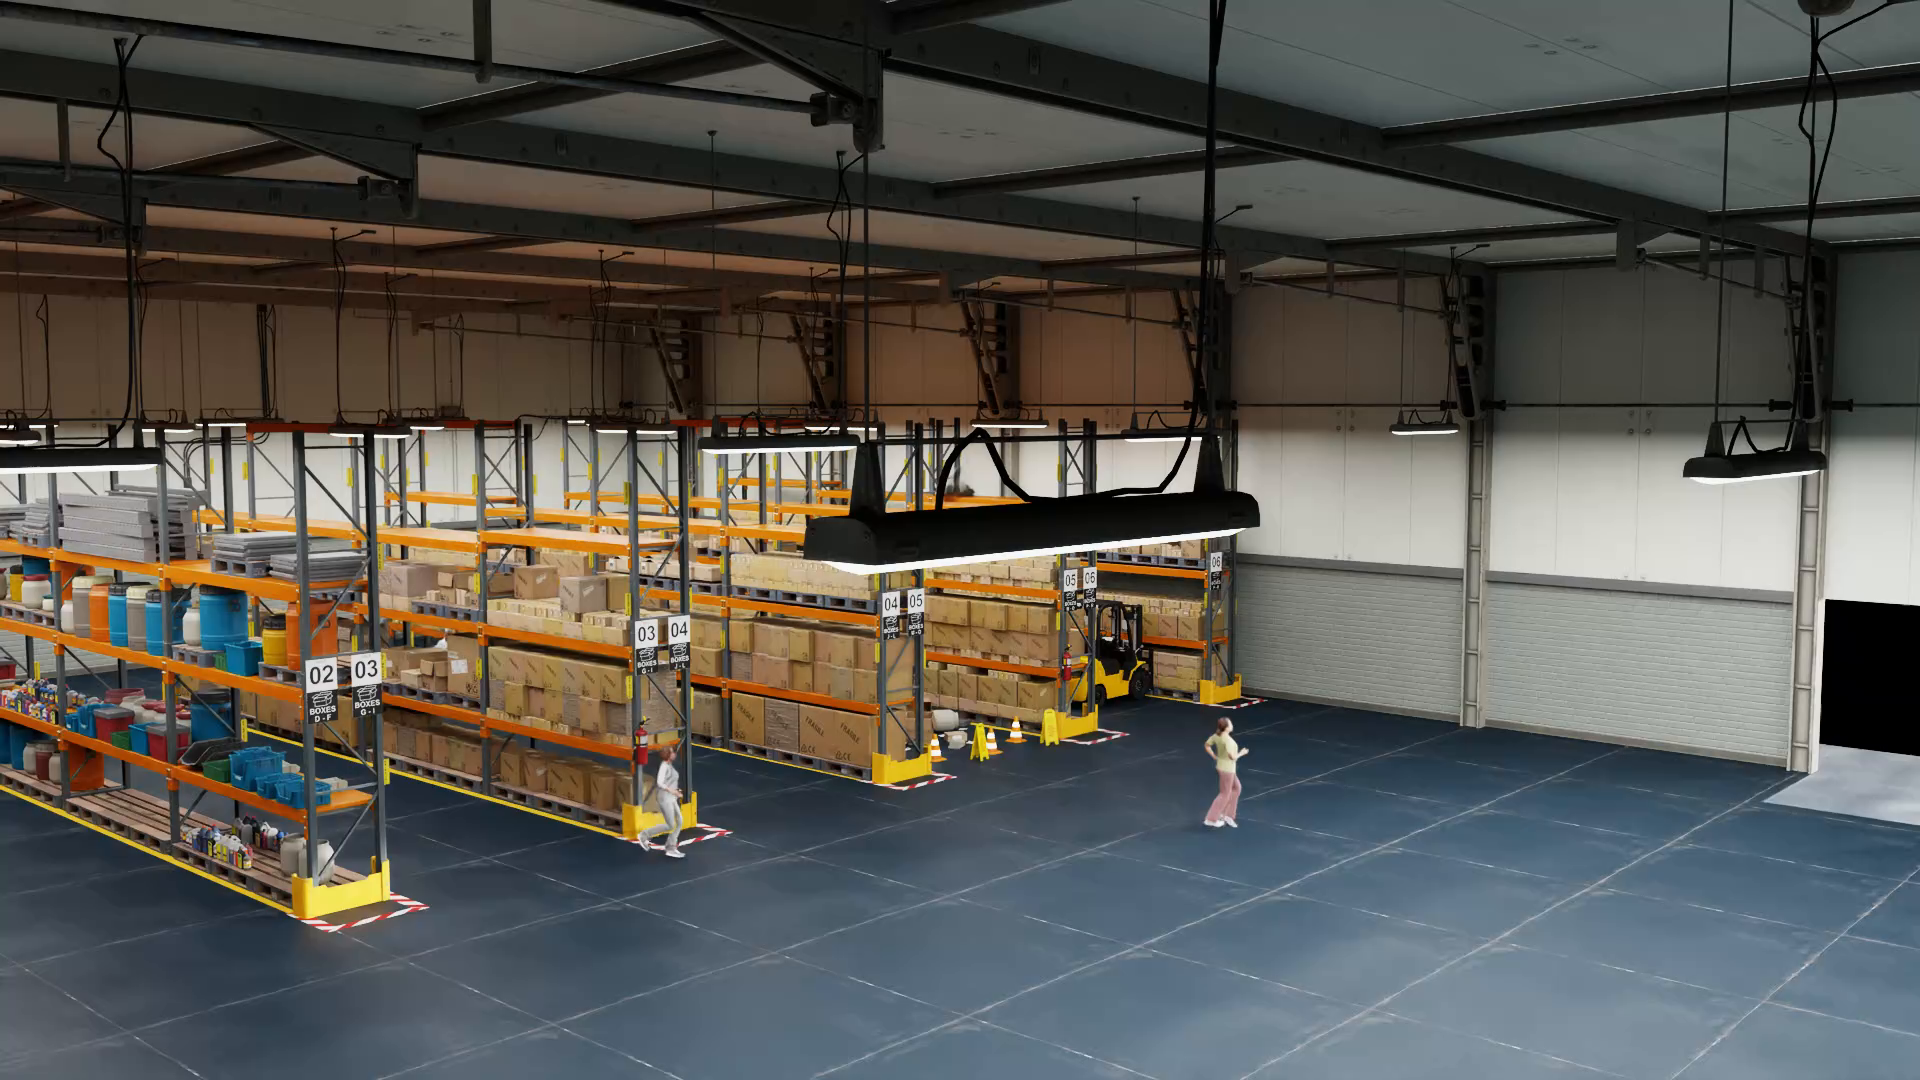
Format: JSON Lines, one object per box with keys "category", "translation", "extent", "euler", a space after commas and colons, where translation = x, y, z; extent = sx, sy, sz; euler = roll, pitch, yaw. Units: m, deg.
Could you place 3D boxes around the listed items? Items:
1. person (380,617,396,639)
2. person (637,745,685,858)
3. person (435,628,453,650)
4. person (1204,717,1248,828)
{"category": "person", "translation": [-13.847, 2.285, 39.820], "extent": [0.742, 1.599, 0.893], "euler": [-4, 6, -41]}
{"category": "person", "translation": [-4.176, 3.656, 23.298], "extent": [0.658, 1.561, 0.555], "euler": [0, 5, -2]}
{"category": "person", "translation": [-10.558, 2.644, 34.543], "extent": [0.674, 1.742, 0.541], "euler": [-5, 7, -44]}
{"category": "person", "translation": [3.952, 3.480, 24.754], "extent": [0.670, 1.697, 0.558], "euler": [-1, 5, -12]}
